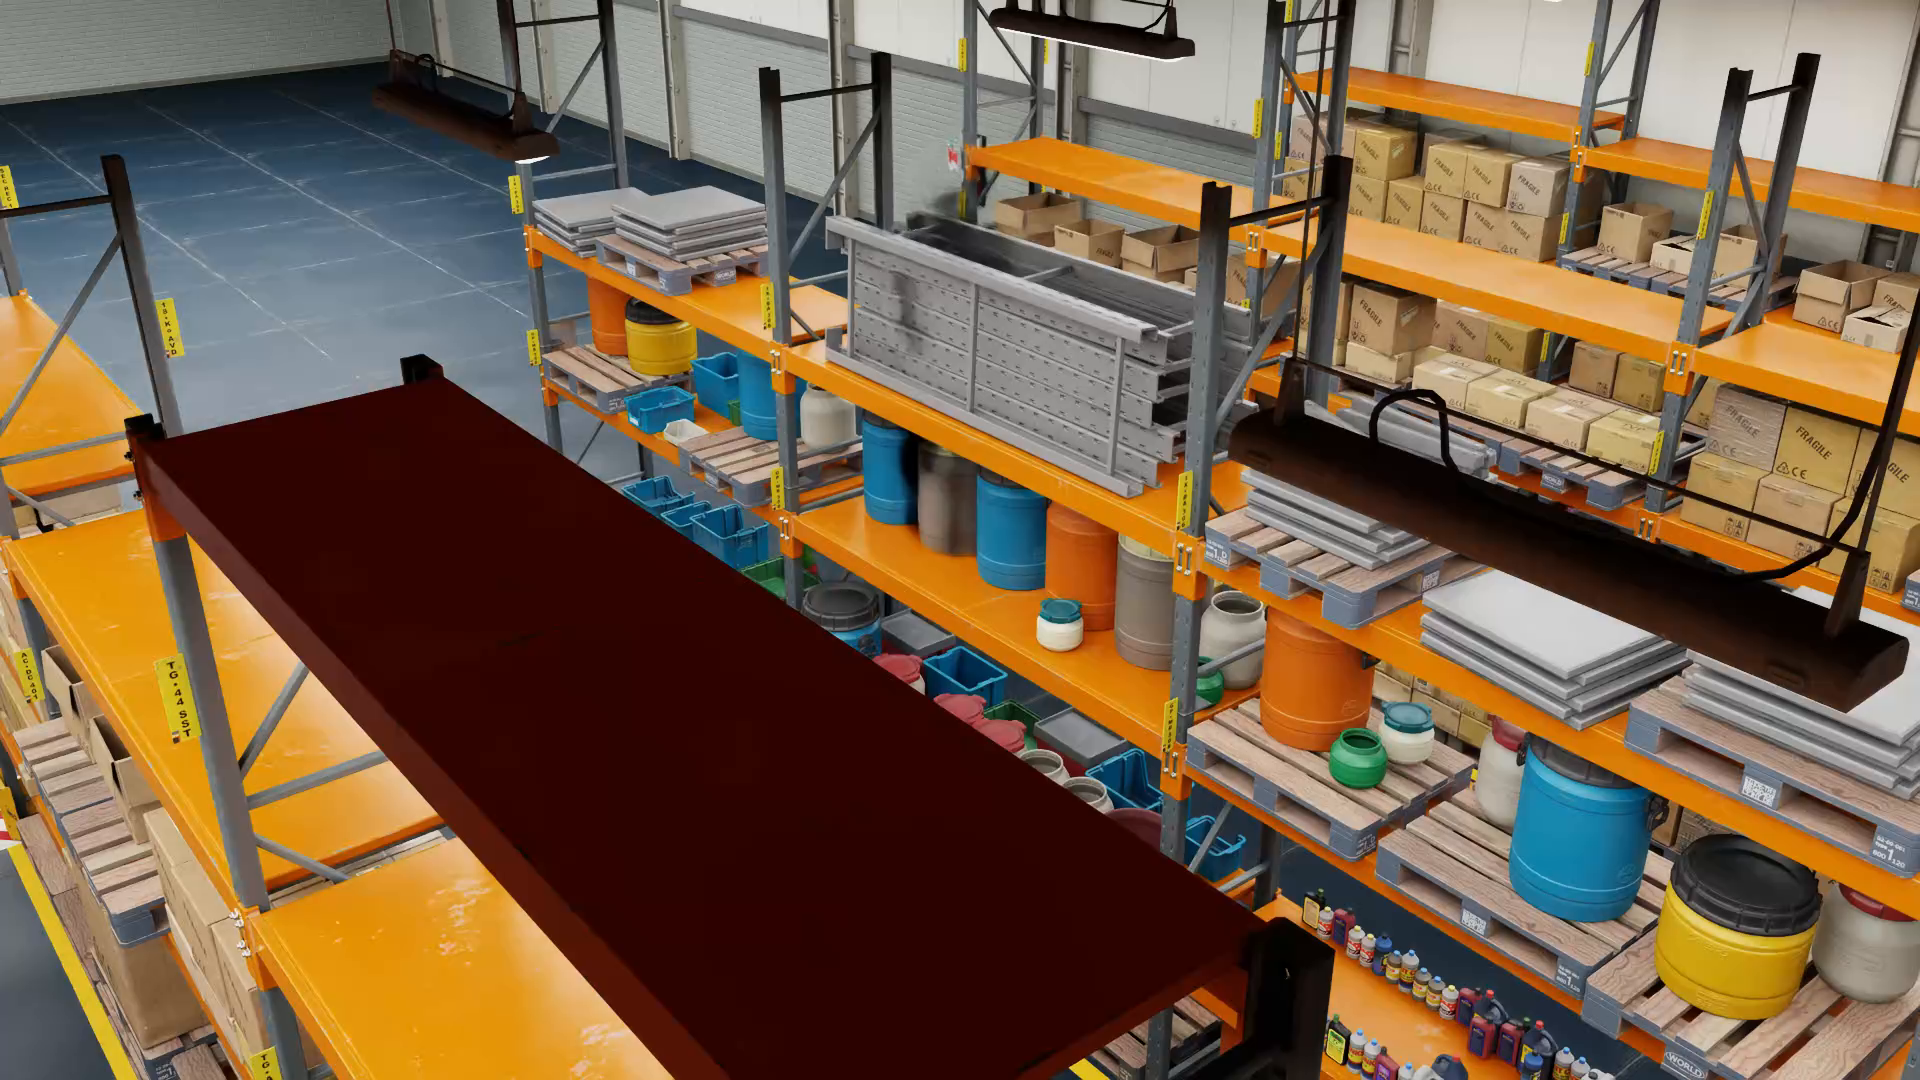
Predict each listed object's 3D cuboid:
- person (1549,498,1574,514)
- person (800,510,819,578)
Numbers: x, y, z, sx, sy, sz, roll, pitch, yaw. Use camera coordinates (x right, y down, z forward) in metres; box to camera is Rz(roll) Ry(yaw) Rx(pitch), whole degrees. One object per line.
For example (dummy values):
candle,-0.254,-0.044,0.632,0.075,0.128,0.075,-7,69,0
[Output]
person,5.735,0.197,16.082,0.556,1.552,0.549,18,31,33
person,-1.601,-0.278,16.217,0.733,1.825,0.645,20,32,36
